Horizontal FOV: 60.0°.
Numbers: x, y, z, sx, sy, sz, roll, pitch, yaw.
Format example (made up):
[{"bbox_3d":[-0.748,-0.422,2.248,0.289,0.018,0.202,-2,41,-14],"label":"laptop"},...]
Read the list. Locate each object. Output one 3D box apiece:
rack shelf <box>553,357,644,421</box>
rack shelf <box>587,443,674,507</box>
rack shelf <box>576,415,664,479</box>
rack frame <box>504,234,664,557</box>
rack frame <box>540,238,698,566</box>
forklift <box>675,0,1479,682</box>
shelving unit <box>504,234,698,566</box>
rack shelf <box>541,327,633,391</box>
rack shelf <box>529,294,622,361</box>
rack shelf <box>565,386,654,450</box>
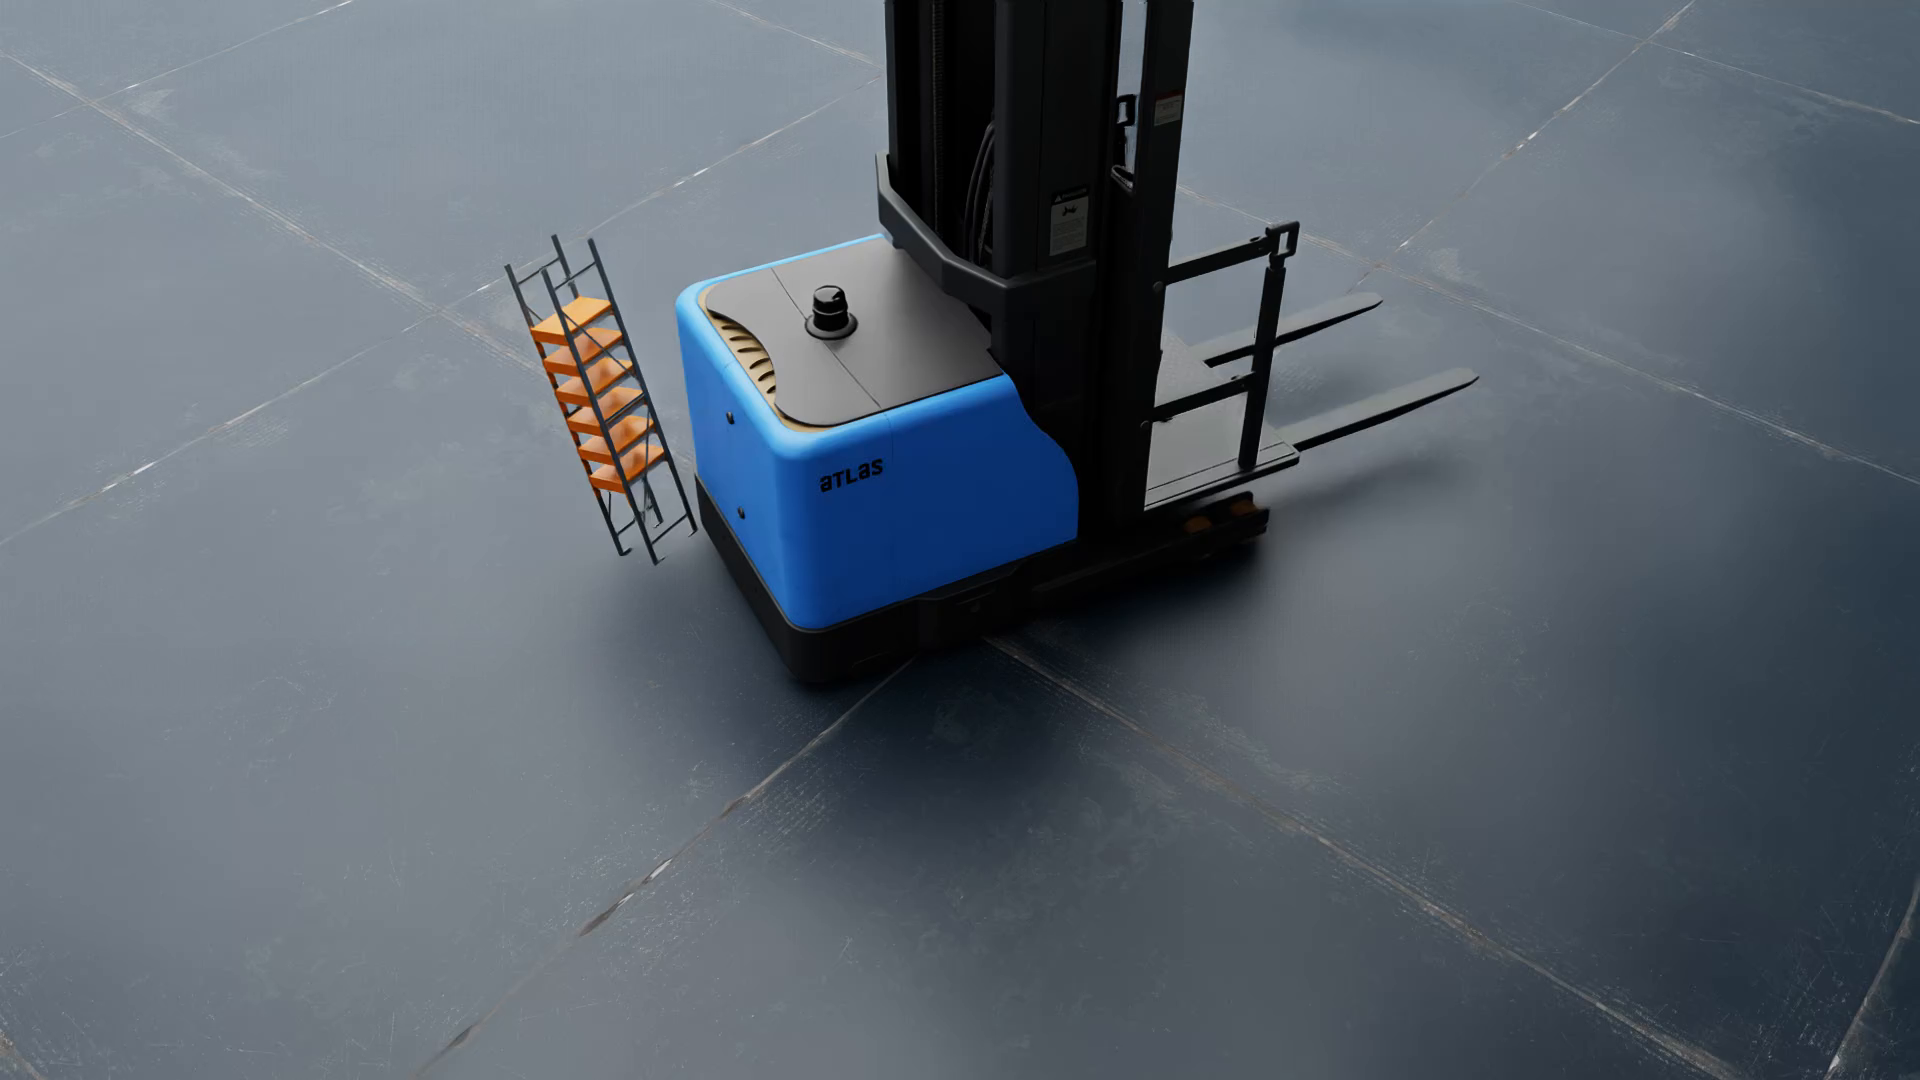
[{"bbox_3d":[-1.263,-0.536,5.830,0.180,0.103,0.258,13,42,35],"label":"rack shelf"},{"bbox_3d":[-1.188,-0.244,6.027,0.180,0.103,0.258,13,42,35],"label":"rack shelf"},{"bbox_3d":[-1.213,-0.341,5.962,0.180,0.103,0.258,13,42,35],"label":"rack shelf"},{"bbox_3d":[-1.320,-0.491,5.924,0.006,1.200,0.240,13,42,35],"label":"rack frame"},{"bbox_3d":[-1.173,-0.458,5.820,0.006,1.200,0.240,13,42,35],"label":"rack frame"},{"bbox_3d":[0.576,-1.305,5.507,3.031,2.935,1.130,-19,46,-20],"label":"forklift"},{"bbox_3d":[-1.247,-0.475,5.872,0.189,1.200,0.258,13,42,35],"label":"shelving unit"},{"bbox_3d":[-1.288,-0.633,5.765,0.180,0.103,0.258,13,42,35],"label":"rack shelf"},{"bbox_3d":[-1.313,-0.730,5.699,0.180,0.103,0.258,13,42,35],"label":"rack shelf"},{"bbox_3d":[-1.238,-0.439,5.896,0.180,0.103,0.258,13,42,35],"label":"rack shelf"}]
